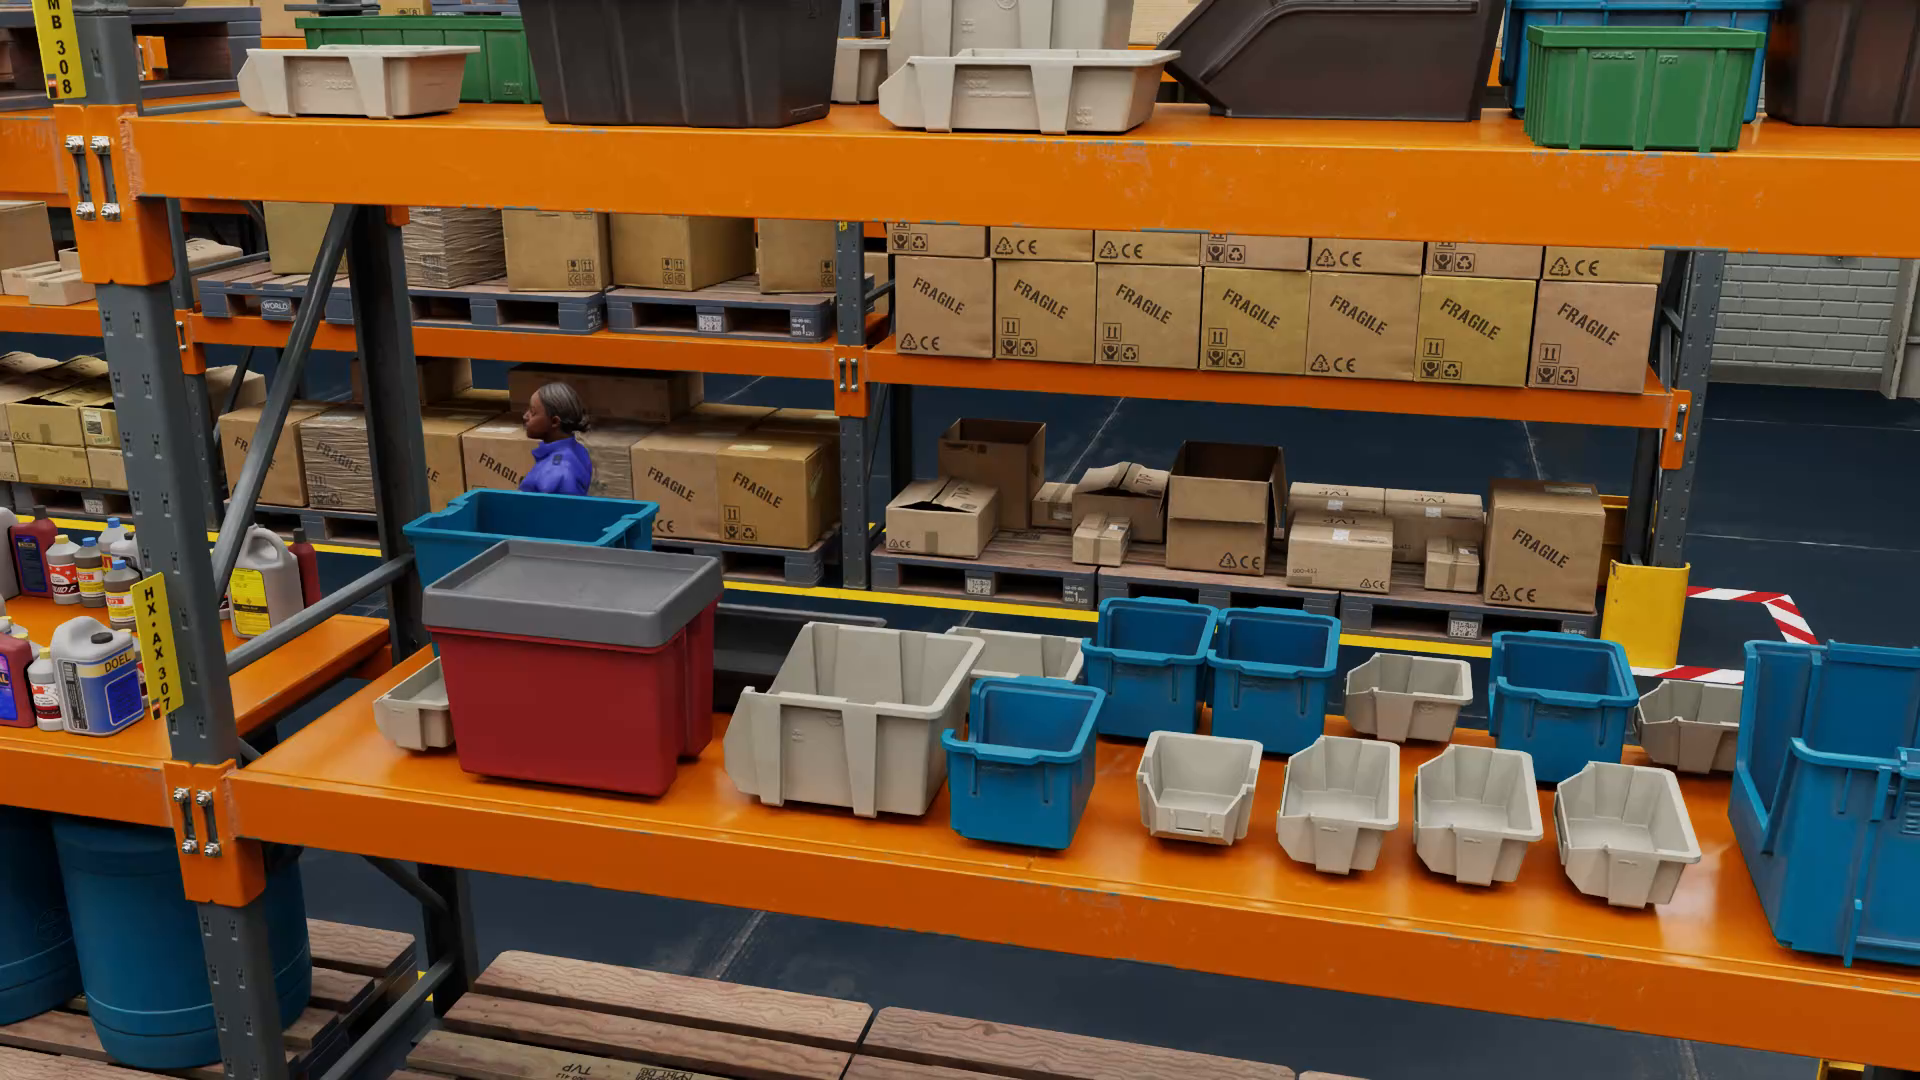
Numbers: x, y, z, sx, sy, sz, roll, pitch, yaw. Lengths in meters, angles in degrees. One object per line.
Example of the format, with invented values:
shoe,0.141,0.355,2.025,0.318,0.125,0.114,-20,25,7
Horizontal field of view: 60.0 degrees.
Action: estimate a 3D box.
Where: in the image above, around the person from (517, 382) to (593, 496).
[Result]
person,-1.619,0.151,6.598,0.990,1.594,0.442,1,18,4
